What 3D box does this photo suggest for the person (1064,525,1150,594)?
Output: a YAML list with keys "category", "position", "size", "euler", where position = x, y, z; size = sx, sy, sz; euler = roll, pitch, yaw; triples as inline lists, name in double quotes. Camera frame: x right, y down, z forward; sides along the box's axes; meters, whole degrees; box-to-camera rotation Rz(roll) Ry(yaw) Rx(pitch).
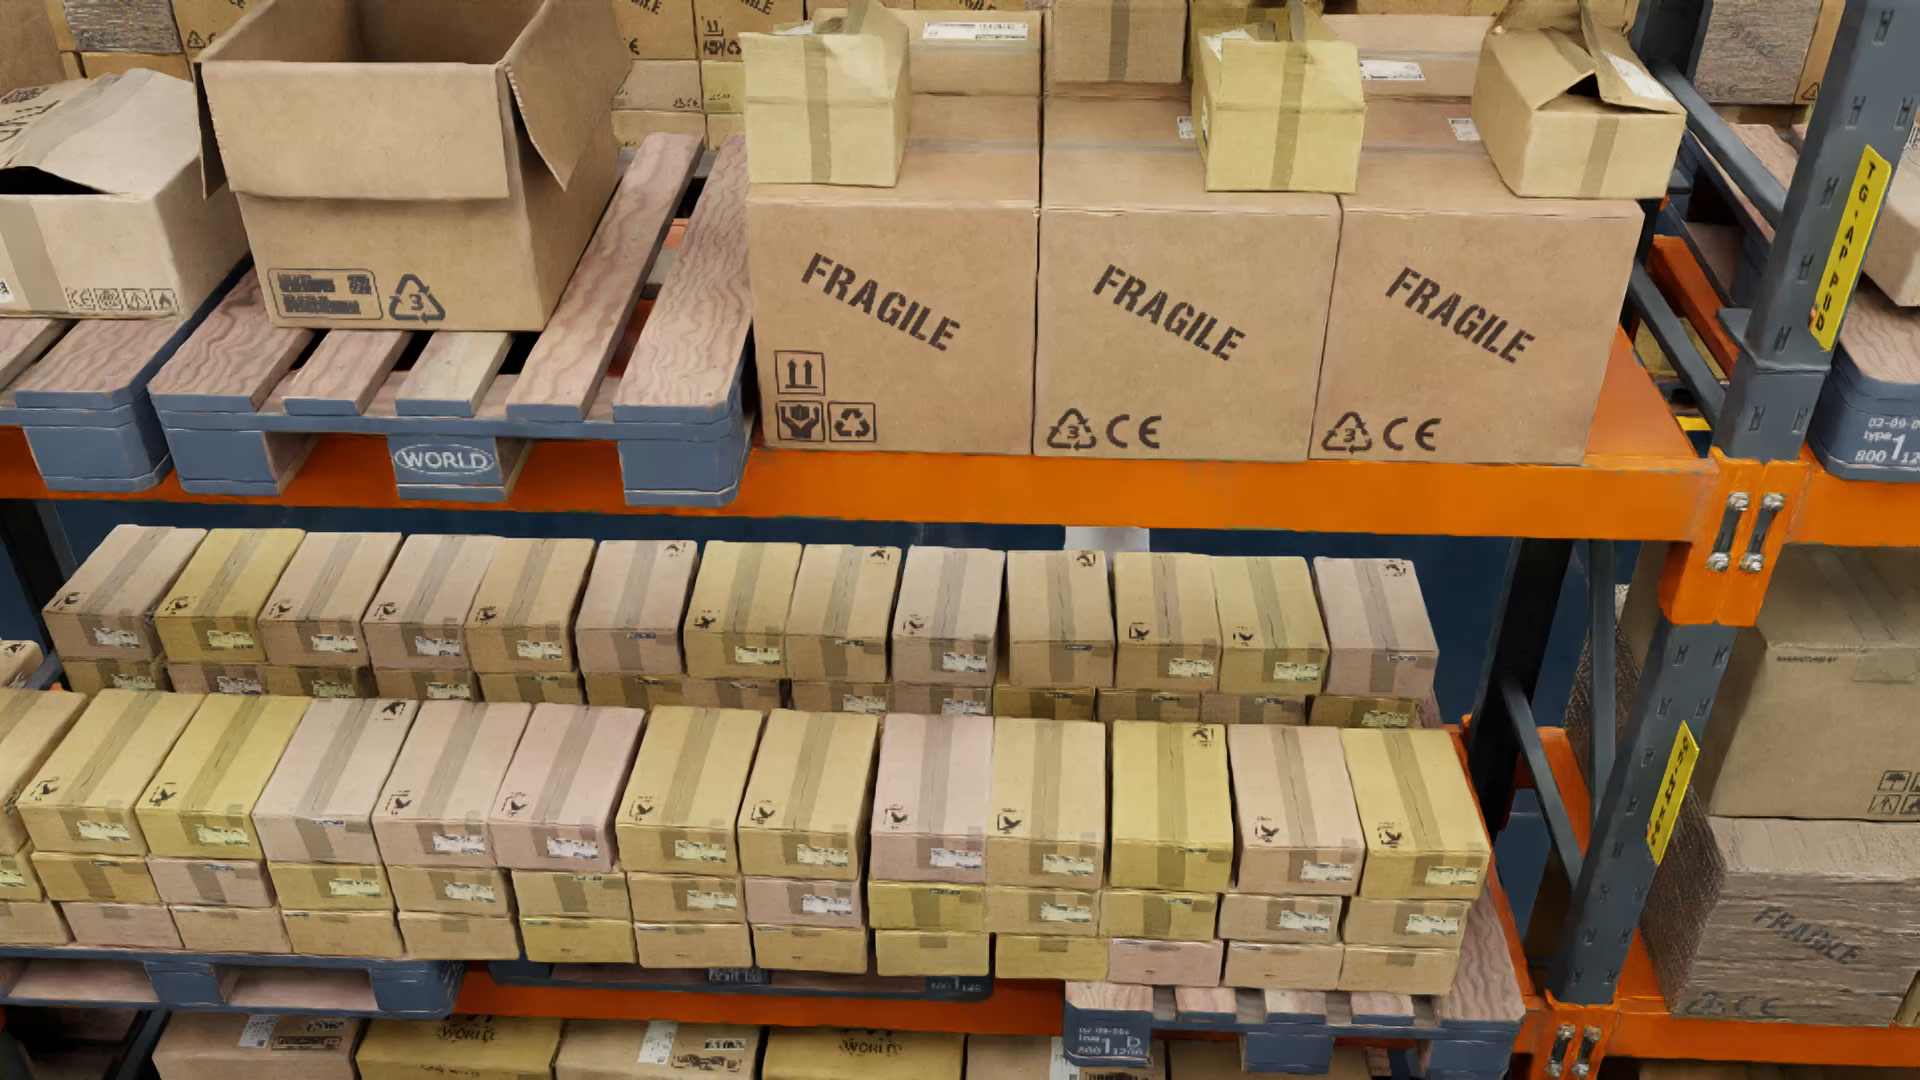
- category: "person"
  position: [0.542, -0.175, 6.391]
  size: [0.894, 1.763, 0.769]
  euler: [-18, 39, -23]
